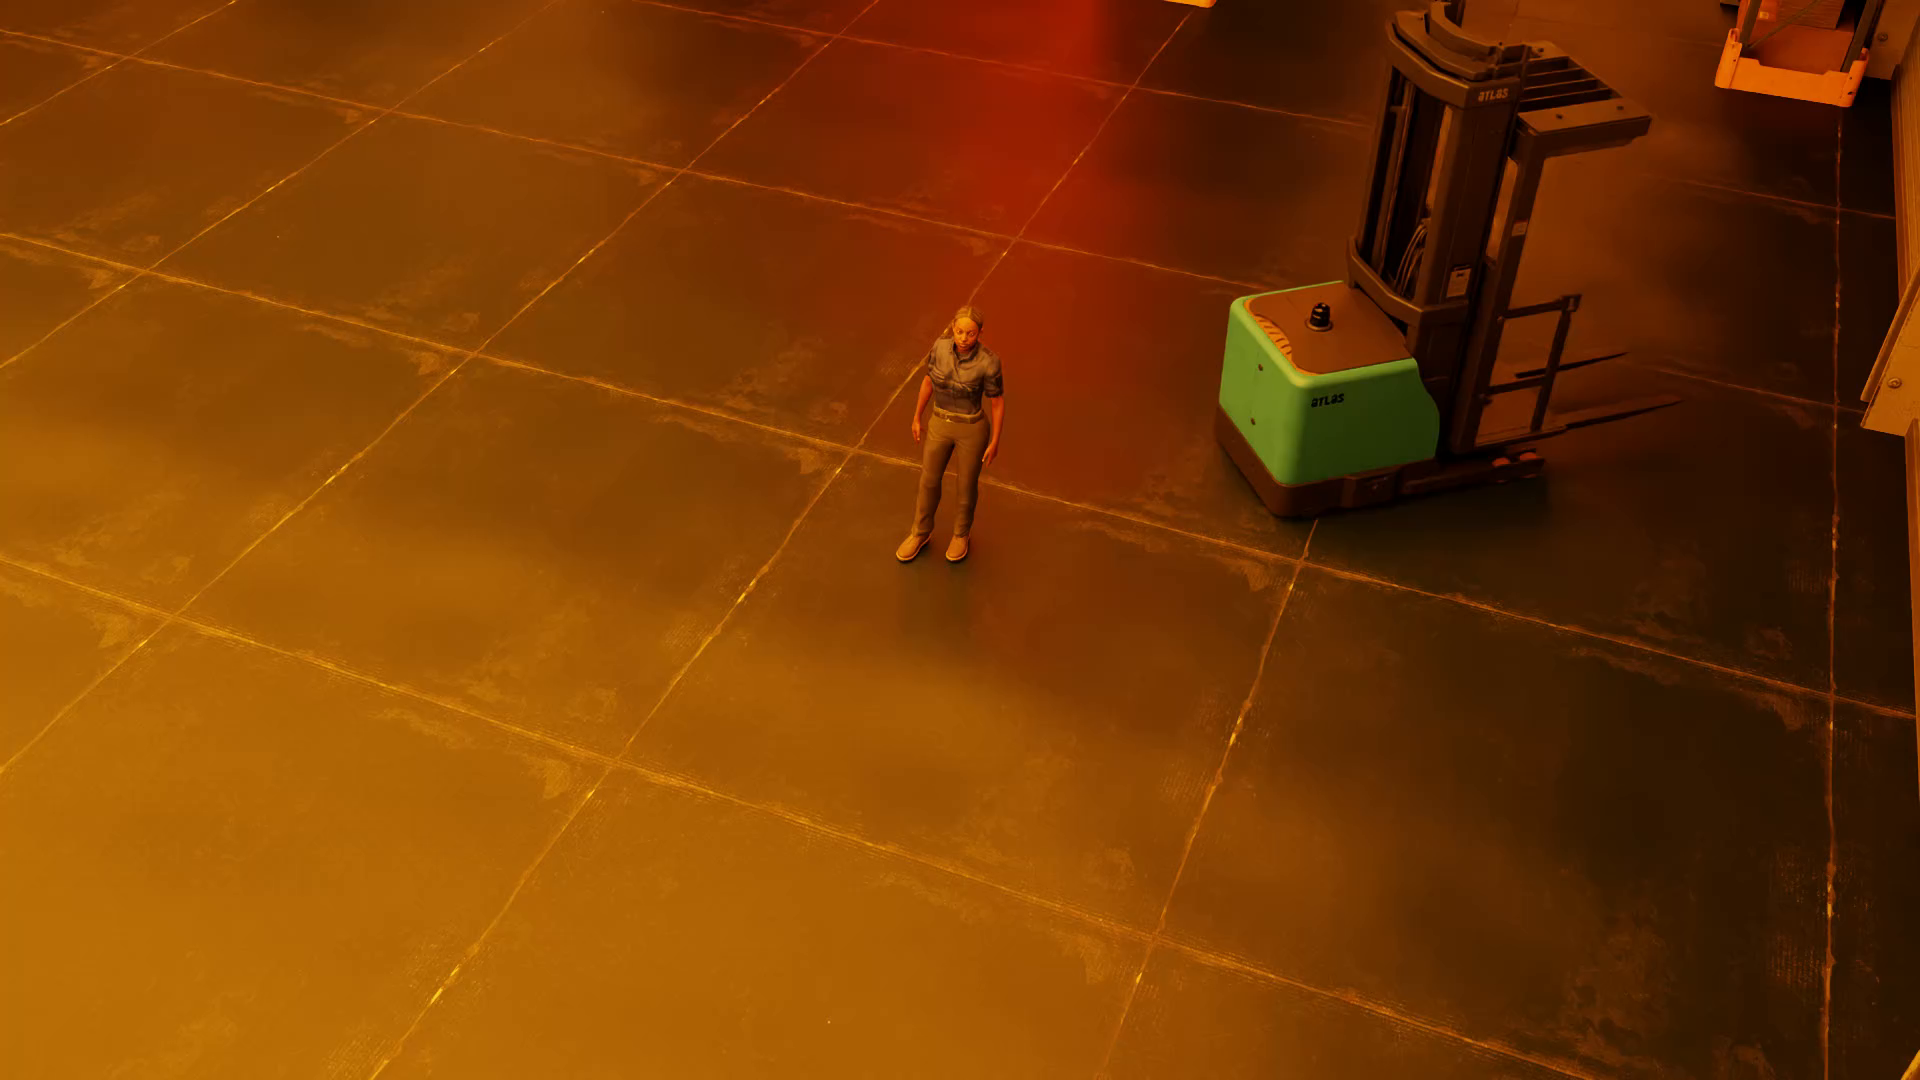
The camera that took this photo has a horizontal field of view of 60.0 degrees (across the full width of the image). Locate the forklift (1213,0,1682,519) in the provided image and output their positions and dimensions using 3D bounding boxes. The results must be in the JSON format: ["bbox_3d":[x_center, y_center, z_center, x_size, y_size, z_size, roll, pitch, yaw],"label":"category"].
[{"bbox_3d":[3.256,-1.803,10.160,3.031,2.935,1.130,-11,41,-13],"label":"forklift"}]

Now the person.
[{"bbox_3d":[-0.052,-0.592,9.698,0.570,1.654,0.504,15,42,17],"label":"person"}]
